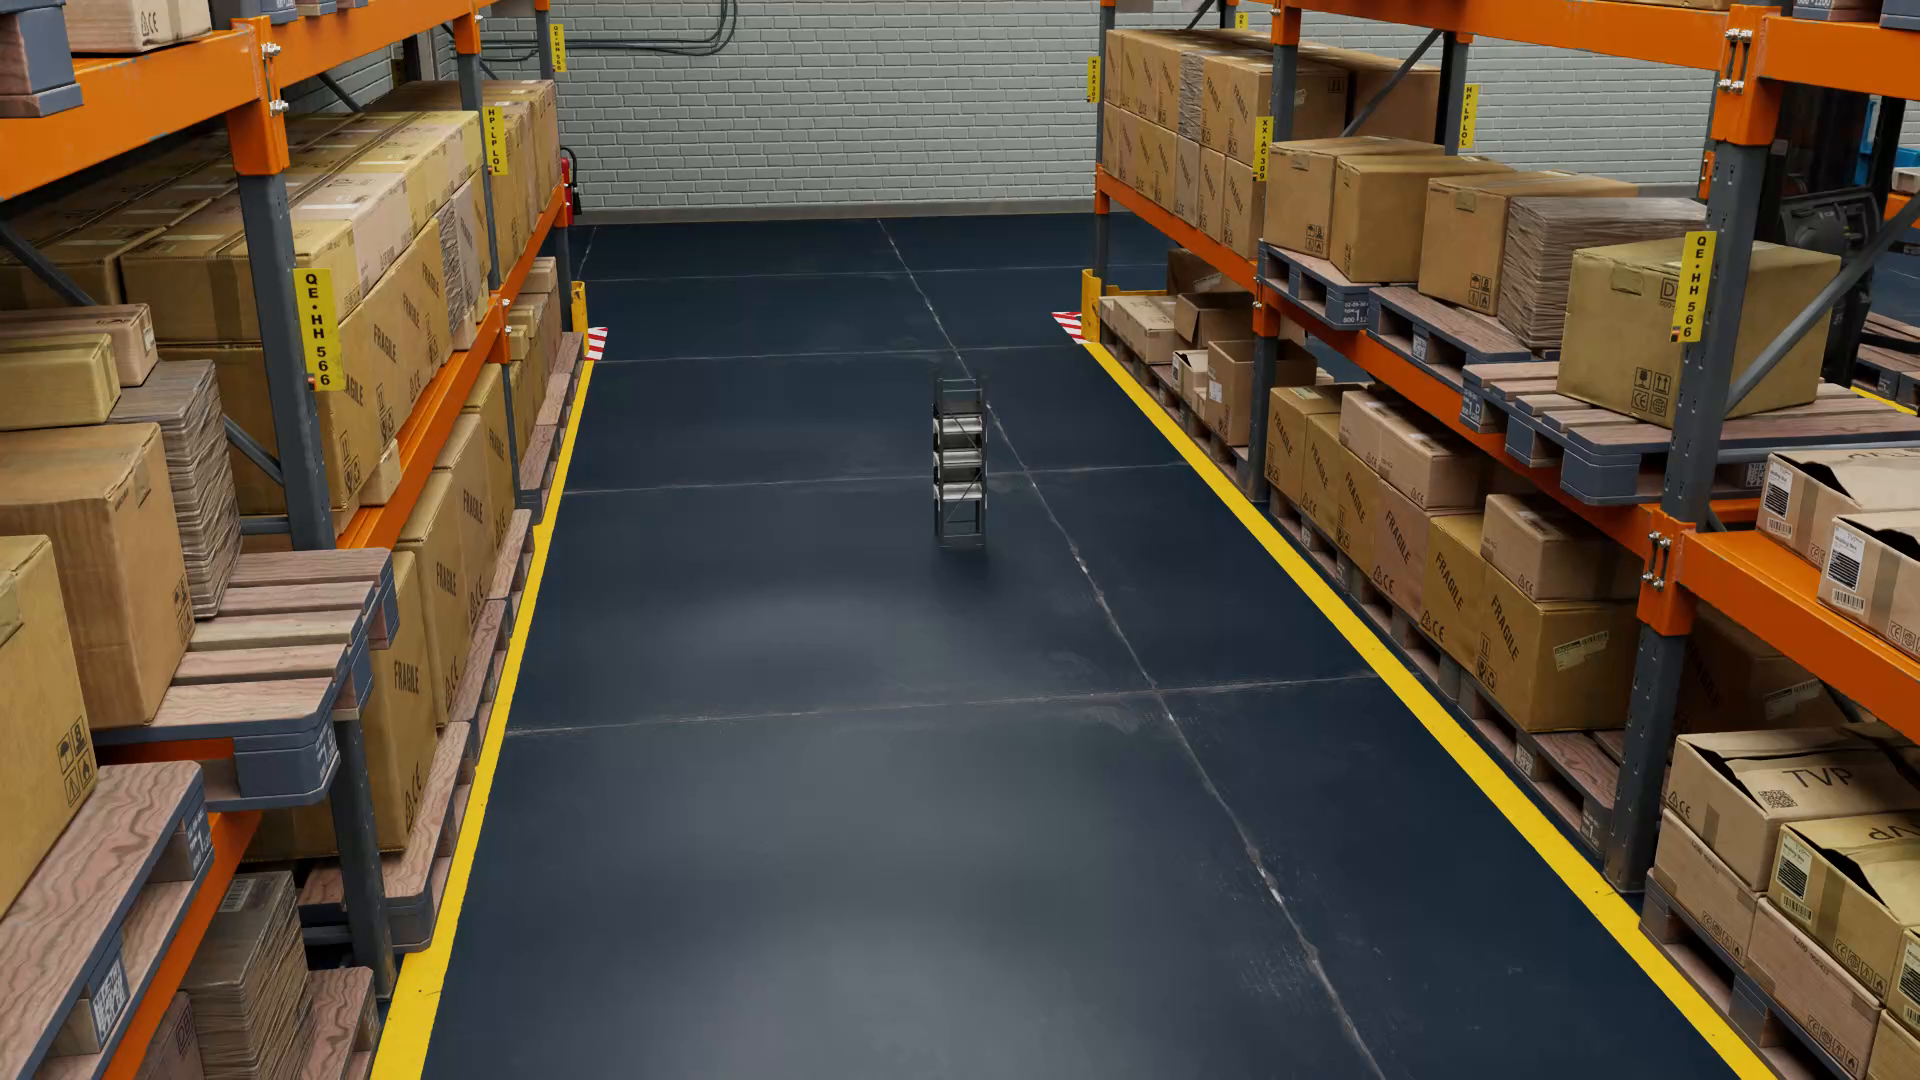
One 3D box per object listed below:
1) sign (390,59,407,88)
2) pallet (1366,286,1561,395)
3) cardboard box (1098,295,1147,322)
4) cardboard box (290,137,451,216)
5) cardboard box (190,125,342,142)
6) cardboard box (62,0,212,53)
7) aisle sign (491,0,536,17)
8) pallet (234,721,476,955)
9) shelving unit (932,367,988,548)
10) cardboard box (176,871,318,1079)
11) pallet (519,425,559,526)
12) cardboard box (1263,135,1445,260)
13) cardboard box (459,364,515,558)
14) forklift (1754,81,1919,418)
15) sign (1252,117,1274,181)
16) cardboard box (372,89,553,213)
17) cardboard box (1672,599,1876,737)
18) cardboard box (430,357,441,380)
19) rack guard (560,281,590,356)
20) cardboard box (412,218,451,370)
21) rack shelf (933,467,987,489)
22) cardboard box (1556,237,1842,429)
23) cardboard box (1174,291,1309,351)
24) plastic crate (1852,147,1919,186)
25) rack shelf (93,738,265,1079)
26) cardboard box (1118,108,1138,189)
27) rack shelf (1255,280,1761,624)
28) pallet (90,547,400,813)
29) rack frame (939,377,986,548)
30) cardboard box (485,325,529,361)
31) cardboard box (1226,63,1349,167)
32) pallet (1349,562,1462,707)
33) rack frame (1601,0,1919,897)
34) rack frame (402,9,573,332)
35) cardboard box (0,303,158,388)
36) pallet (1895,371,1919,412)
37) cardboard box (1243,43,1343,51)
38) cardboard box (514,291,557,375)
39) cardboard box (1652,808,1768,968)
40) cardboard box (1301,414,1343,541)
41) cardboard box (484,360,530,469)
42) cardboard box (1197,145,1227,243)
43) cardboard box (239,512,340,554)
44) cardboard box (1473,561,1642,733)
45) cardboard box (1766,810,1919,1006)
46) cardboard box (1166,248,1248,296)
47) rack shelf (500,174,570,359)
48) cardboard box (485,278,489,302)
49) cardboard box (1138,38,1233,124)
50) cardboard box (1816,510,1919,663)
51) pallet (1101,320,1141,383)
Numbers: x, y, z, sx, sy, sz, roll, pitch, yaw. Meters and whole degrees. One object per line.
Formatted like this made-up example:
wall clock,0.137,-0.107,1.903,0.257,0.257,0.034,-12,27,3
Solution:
sign,-3.920,-3.200,11.647,0.100,0.325,0.005,-3,21,-8
pallet,2.400,-0.848,6.974,1.003,0.211,1.213,-3,21,-8
cardboard box,1.252,-1.743,12.541,0.380,0.149,0.250,-3,21,-8
cardboard box,-2.335,-1.442,6.623,0.500,0.250,0.500,-3,21,-7
cardboard box,-2.903,-1.592,7.024,0.500,0.250,0.500,-3,21,-7
cardboard box,-1.846,-1.151,3.322,0.500,0.311,0.500,-3,21,-8
aisle sign,-3.083,-4.041,11.534,0.394,0.787,0.004,-3,21,-8
pallet,-2.256,1.016,5.694,1.003,0.211,1.213,-3,21,-8
shelving unit,-0.001,-0.424,8.566,0.258,0.900,0.210,-3,21,-8
cardboard box,-2.061,1.198,4.165,0.700,0.500,0.500,-3,21,-7
pallet,-2.825,-0.359,9.377,1.003,0.211,1.213,-3,21,-8
cardboard box,1.955,-1.718,8.285,0.700,0.500,0.500,-10,23,-26
cardboard box,-2.571,-0.370,7.891,0.750,0.750,0.750,-3,21,-7
forklift,4.964,-1.709,9.104,1.130,2.935,3.031,-13,24,-31
sign,1.572,-2.025,8.614,0.100,0.325,0.005,-3,21,-8
cardboard box,-3.171,-2.497,10.685,0.980,0.700,0.700,-3,21,-8
cardboard box,2.902,0.528,5.959,0.500,0.500,0.500,-2,21,-5
cardboard box,-2.325,-0.745,6.755,0.380,0.149,0.250,-3,21,-9
rack guard,-3.373,-1.621,12.341,1.175,0.500,0.348,-3,21,-8
cardboard box,-2.253,-0.924,6.306,0.500,0.500,0.500,-2,21,-6
rack shelf,-0.001,-0.309,8.609,0.258,0.077,0.200,-3,21,-8
cardboard box,2.482,-0.721,5.615,0.700,0.500,0.500,-10,23,-26
cardboard box,1.832,-1.337,10.947,0.797,0.503,0.637,-3,21,-8
plastic crate,6.377,-2.571,11.466,0.416,0.233,0.300,-3,21,-8
rack shelf,-1.928,1.016,2.737,1.077,0.370,4.000,-3,21,-8
cardboard box,1.414,-2.736,11.612,0.500,0.500,0.500,-3,21,-8
rack shelf,2.396,-0.620,7.118,1.077,0.370,4.000,-3,21,-8
pallet,-2.009,0.318,3.853,1.213,0.211,1.003,-3,21,-8
rack frame,0.013,-0.389,8.472,0.240,0.900,0.006,-3,21,-8
cardboard box,-2.668,-1.120,9.473,0.380,0.149,0.250,-2,21,-6
cardboard box,1.779,-2.327,9.087,0.500,0.500,0.500,-3,21,-7
pallet,2.442,0.360,7.451,1.003,0.211,1.213,-3,21,-8
rack frame,2.685,-0.265,5.138,1.000,3.000,0.127,-3,21,-8
rack frame,-3.370,-2.783,11.881,1.000,3.000,0.127,-3,21,-8
cardboard box,-2.137,-0.452,3.942,0.380,0.149,0.250,-6,21,-15
pallet,6.866,-0.845,10.676,1.003,0.211,1.213,-3,21,-8
cardboard box,2.095,-2.878,10.562,0.500,0.500,0.500,-2,21,-6
cardboard box,-3.098,-1.399,11.146,0.700,0.500,0.500,-3,21,-8
cardboard box,2.470,1.023,5.020,0.500,0.250,0.500,-3,21,-8
cardboard box,2.025,-0.321,8.232,0.500,0.500,0.500,-3,21,-7
cardboard box,-2.800,-0.688,9.244,0.700,0.500,0.500,-3,21,-7
cardboard box,1.706,-2.035,9.735,0.500,0.500,0.500,-2,21,-6
cardboard box,-2.035,-0.031,4.842,0.380,0.149,0.250,-3,21,-9
cardboard box,2.318,0.388,6.333,0.500,0.500,0.500,-2,21,-6
cardboard box,2.554,0.942,4.436,0.500,0.311,0.500,-3,21,-9
cardboard box,1.854,-1.894,12.443,0.500,0.500,0.500,-3,21,-8
rack shelf,-3.082,-1.754,10.153,1.077,0.370,4.000,-3,21,-8
cardboard box,-2.464,-1.187,7.939,0.380,0.149,0.250,-3,21,-7
cardboard box,1.485,-3.029,10.966,0.500,0.500,0.500,-3,21,-7
cardboard box,2.622,0.096,4.298,0.500,0.311,0.500,-3,21,-8
pallet,1.658,-1.426,12.232,1.003,0.211,1.213,-3,21,-8
